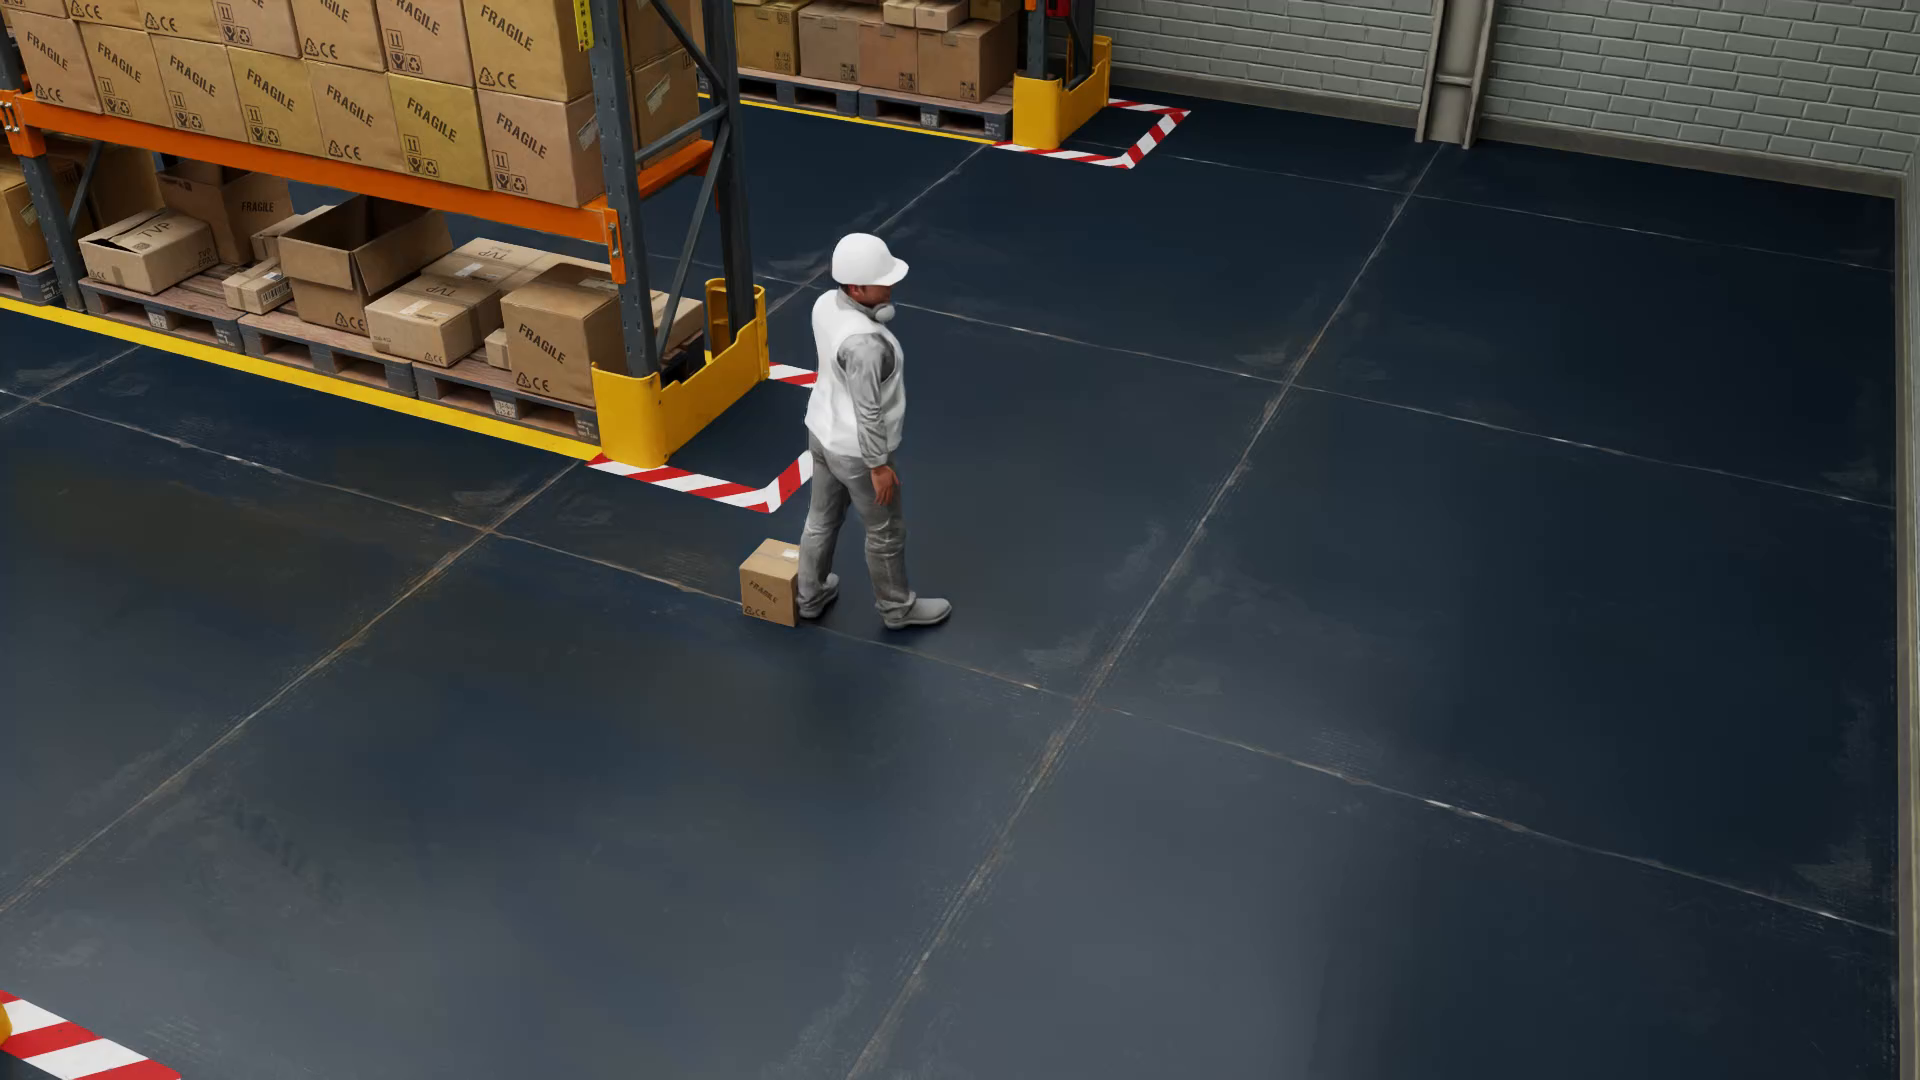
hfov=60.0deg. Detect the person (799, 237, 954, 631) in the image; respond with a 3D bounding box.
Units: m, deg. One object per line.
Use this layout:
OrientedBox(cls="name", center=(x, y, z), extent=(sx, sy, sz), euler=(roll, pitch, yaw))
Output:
OrientedBox(cls="person", center=(-0.371, -0.402, 6.727), extent=(0.619, 1.777, 0.564), euler=(-12, 35, -17))
